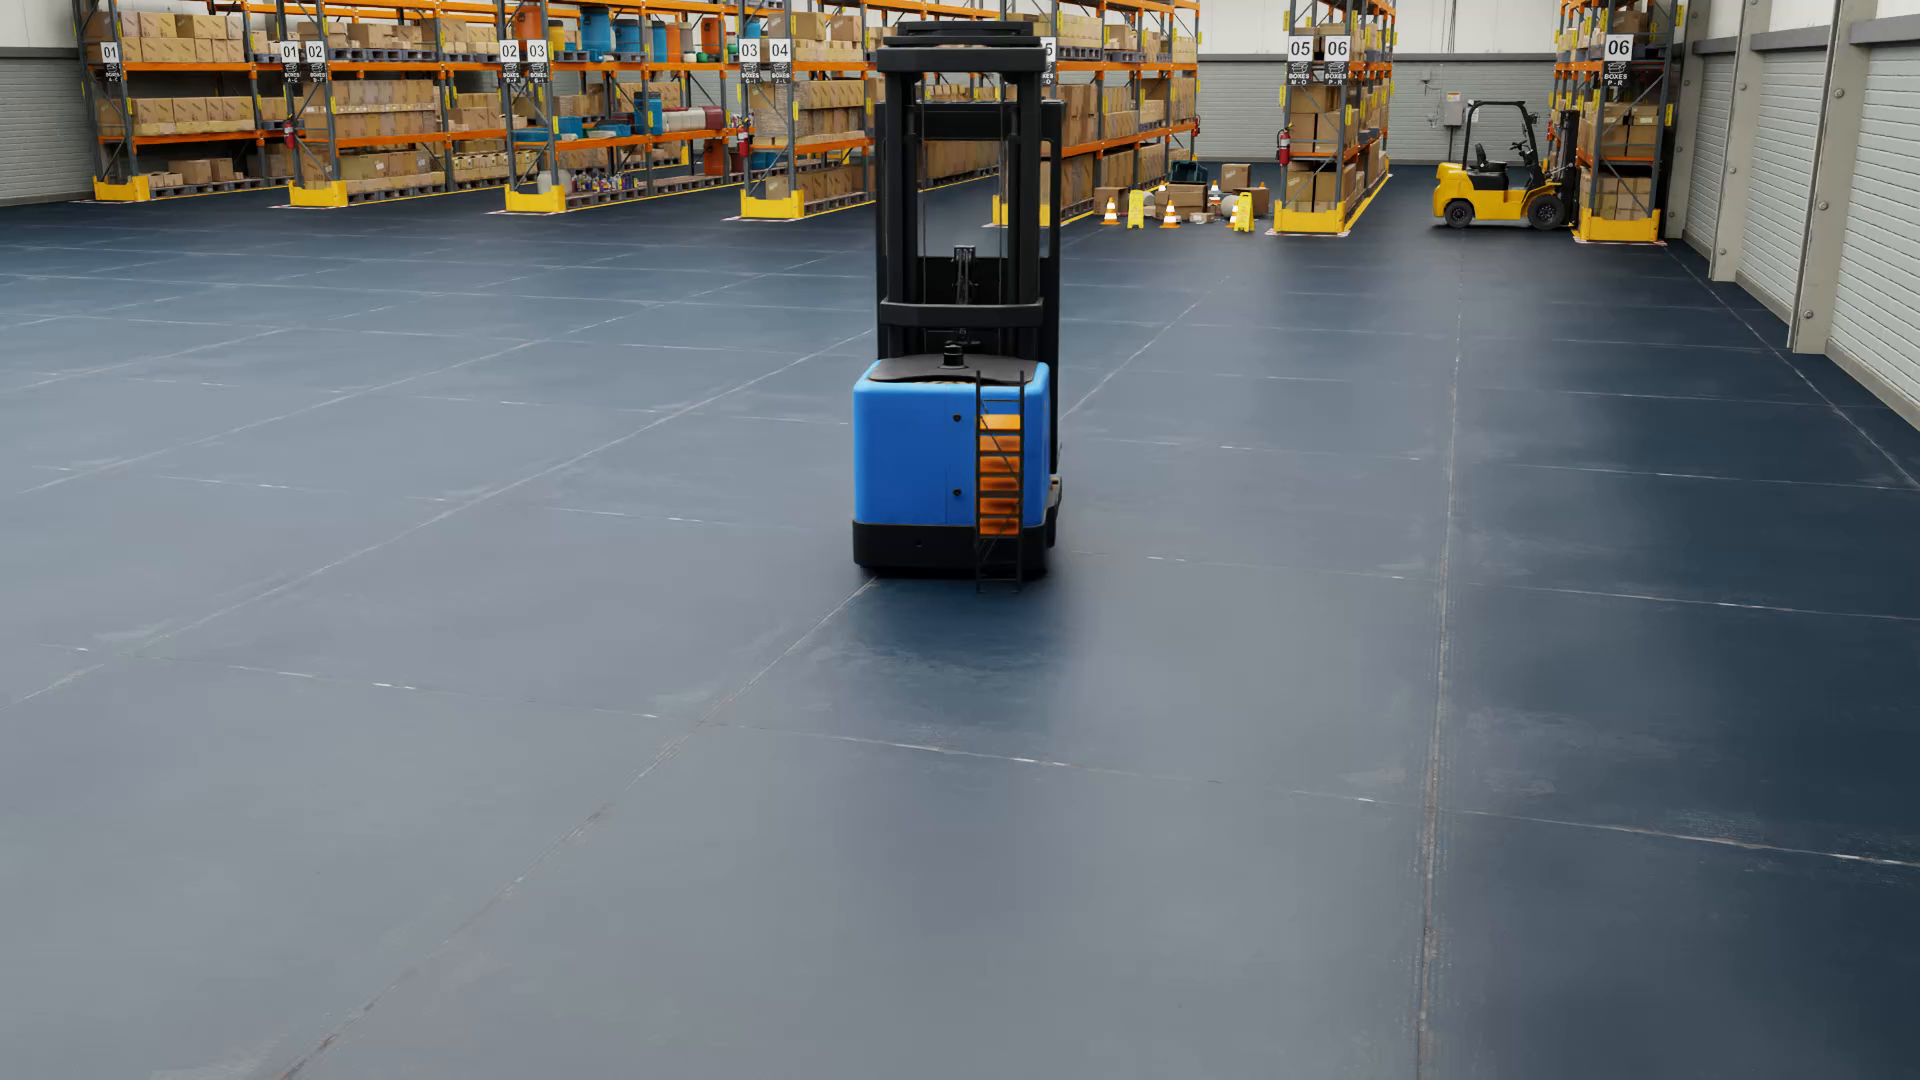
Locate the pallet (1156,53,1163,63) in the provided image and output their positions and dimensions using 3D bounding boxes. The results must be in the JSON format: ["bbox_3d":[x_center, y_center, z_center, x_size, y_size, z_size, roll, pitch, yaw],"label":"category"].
[{"bbox_3d":[4.028,-11.152,38.497,1.213,0.211,1.003,5,16,16],"label":"pallet"}]

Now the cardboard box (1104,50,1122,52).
[{"bbox_3d":[3.379,-10.838,36.862,0.500,0.500,0.500,5,16,16],"label":"cardboard box"}]

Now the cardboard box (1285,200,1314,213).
[{"bbox_3d":[5.941,-5.845,29.209,0.500,0.250,0.500,5,16,16],"label":"cardboard box"}]

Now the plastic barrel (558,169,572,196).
[{"bbox_3d":[-8.032,-7.194,33.485,0.421,0.512,0.421,0,16,0],"label":"plastic barrel"}]

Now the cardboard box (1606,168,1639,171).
[{"bbox_3d":[11.775,-6.472,29.588,0.500,0.250,0.500,4,16,15],"label":"cardboard box"}]

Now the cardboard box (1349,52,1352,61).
[{"bbox_3d":[6.367,-8.111,27.891,0.380,0.149,0.250,5,16,16],"label":"cardboard box"}]

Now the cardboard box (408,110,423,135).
[{"bbox_3d":[-12.163,-9.104,36.247,0.700,0.500,0.500,4,16,15],"label":"cardboard box"}]

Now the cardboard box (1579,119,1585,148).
[{"bbox_3d":[11.482,-7.342,30.034,0.500,0.500,0.500,4,16,14],"label":"cardboard box"}]

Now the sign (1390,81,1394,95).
[{"bbox_3d":[11.025,-11.538,42.456,0.100,0.325,0.005,5,16,16],"label":"sign"}]

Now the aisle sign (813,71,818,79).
[{"bbox_3d":[-4.006,-13.358,46.664,0.394,0.787,0.004,5,16,16],"label":"aisle sign"}]

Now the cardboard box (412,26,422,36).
[{"bbox_3d":[-14.752,-13.631,44.529,0.500,0.250,0.500,6,17,20],"label":"cardboard box"}]

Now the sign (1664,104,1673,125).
[{"bbox_3d":[11.252,-6.753,26.410,0.100,0.325,0.005,5,16,16],"label":"sign"}]

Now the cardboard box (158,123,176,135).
[{"bbox_3d":[-17.210,-8.825,35.685,0.500,0.250,0.500,4,16,14],"label":"cardboard box"}]

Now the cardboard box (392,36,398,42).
[{"bbox_3d":[-12.449,-10.728,35.796,0.500,0.311,0.500,4,16,13],"label":"cardboard box"}]

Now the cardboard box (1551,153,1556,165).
[{"bbox_3d":[14.478,-9.025,39.961,0.500,0.500,0.500,5,17,17],"label":"cardboard box"}]

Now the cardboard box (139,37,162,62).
[{"bbox_3d":[-17.265,-10.355,35.121,0.500,0.500,0.500,6,17,20],"label":"cardboard box"}]

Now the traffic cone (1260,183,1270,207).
[{"bbox_3d":[6.109,-6.986,33.612,0.336,0.463,0.334,5,16,16],"label":"traffic cone"}]

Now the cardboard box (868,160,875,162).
[{"bbox_3d":[-1.737,-8.126,36.755,0.700,0.500,0.500,6,17,21],"label":"cardboard box"}]

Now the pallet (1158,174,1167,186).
[{"bbox_3d":[4.378,-8.679,40.040,1.003,0.211,1.213,5,16,16],"label":"pallet"}]

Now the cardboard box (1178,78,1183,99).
[{"bbox_3d":[5.265,-11.262,41.476,0.500,0.500,0.500,5,17,17],"label":"cardboard box"}]

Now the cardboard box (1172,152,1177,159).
[{"bbox_3d":[5.257,-9.682,41.834,0.380,0.149,0.250,5,17,17],"label":"cardboard box"}]

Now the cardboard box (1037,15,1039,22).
[{"bbox_3d":[1.247,-9.420,30.094,0.380,0.149,0.250,5,17,16],"label":"cardboard box"}]

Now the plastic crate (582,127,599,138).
[{"bbox_3d":[-7.808,-8.491,34.656,0.450,0.188,0.662,5,16,16],"label":"plastic crate"}]

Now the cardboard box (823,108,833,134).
[{"bbox_3d":[-2.993,-8.226,32.606,0.875,0.500,0.500,5,16,16],"label":"cardboard box"}]

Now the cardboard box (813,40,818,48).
[{"bbox_3d":[-2.901,-9.377,31.440,0.380,0.149,0.250,5,16,16],"label":"cardboard box"}]

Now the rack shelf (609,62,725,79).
[{"bbox_3d":[-6.583,-10.546,37.336,1.077,0.370,4.000,5,16,16],"label":"rack shelf"}]

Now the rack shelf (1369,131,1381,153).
[{"bbox_3d":[8.804,-8.997,37.371,1.077,0.370,4.000,5,16,16],"label":"rack shelf"}]

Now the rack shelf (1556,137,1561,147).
[{"bbox_3d":[13.564,-8.613,36.018,1.077,0.370,4.000,5,16,16],"label":"rack shelf"}]

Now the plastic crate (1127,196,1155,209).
[{"bbox_3d":[3.531,-6.659,32.856,0.662,0.188,0.450,-15,11,-41],"label":"plastic crate"}]

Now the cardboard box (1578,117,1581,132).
[{"bbox_3d":[11.753,-7.706,30.860,0.500,0.250,0.500,4,16,15],"label":"cardboard box"}]

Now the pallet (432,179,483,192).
[{"bbox_3d":[-11.728,-8.166,38.231,1.003,0.211,1.213,5,16,16],"label":"pallet"}]

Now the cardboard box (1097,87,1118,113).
[{"bbox_3d":[2.892,-9.189,34.715,0.700,0.500,0.500,4,16,15],"label":"cardboard box"}]

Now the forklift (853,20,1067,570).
[{"bbox_3d":[0.074,-1.598,10.093,1.130,2.935,3.031,2,16,5],"label":"forklift"}]

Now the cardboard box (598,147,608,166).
[{"bbox_3d":[-9.640,-10.133,43.833,0.500,0.500,0.500,5,16,16],"label":"cardboard box"}]

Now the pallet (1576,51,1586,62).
[{"bbox_3d":[12.888,-9.604,33.041,1.213,0.211,1.003,5,17,18],"label":"pallet"}]

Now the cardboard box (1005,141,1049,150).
[{"bbox_3d":[1.249,-7.257,29.644,0.875,0.550,0.550,5,16,16],"label":"cardboard box"}]

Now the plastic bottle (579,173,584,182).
[{"bbox_3d":[-7.953,-7.524,34.907,0.144,0.351,0.185,4,16,15],"label":"plastic bottle"}]

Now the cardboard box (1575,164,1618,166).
[{"bbox_3d":[12.627,-7.162,33.165,0.875,0.625,0.625,5,17,18],"label":"cardboard box"}]

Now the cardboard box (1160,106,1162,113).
[{"bbox_3d":[4.600,-10.260,39.650,0.380,0.149,0.250,5,17,16],"label":"cardboard box"}]

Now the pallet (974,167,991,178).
[{"bbox_3d":[0.162,-9.486,42.888,1.003,0.211,1.213,5,16,16],"label":"pallet"}]

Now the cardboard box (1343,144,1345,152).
[{"bbox_3d":[6.468,-6.809,28.800,0.380,0.149,0.250,4,16,14],"label":"cardboard box"}]

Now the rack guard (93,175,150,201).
[{"bbox_3d":[-17.765,-7.465,35.233,1.175,0.500,0.348,5,16,16],"label":"rack guard"}]

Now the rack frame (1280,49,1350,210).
[{"bbox_3d":[5.962,-6.727,28.049,1.000,3.000,0.127,5,16,16],"label":"rack frame"}]

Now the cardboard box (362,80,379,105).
[{"bbox_3d":[-12.590,-9.342,34.708,0.700,0.500,0.500,5,16,16],"label":"cardboard box"}]

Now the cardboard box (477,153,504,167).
[{"bbox_3d":[-11.108,-8.951,39.133,0.500,0.311,0.500,5,17,17],"label":"cardboard box"}]

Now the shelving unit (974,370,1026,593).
[{"bbox_3d":[0.204,-0.288,8.622,0.258,1.200,0.189,0,29,1],"label":"shelving unit"}]

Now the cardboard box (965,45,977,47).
[{"bbox_3d":[0.036,-12.586,42.072,0.700,0.500,0.500,4,16,13],"label":"cardboard box"}]

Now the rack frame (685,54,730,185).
[{"bbox_3d":[-6.015,-9.973,39.492,1.000,3.000,0.127,5,16,16],"label":"rack frame"}]

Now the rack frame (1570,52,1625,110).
[{"bbox_3d":[12.995,-8.436,34.075,1.000,3.000,0.127,5,16,16],"label":"rack frame"}]

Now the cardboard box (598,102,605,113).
[{"bbox_3d":[-9.730,-11.603,45.057,0.500,0.500,0.500,5,17,17],"label":"cardboard box"}]

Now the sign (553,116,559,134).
[{"bbox_3d":[-7.762,-7.969,31.921,0.100,0.325,0.005,5,16,16],"label":"sign"}]

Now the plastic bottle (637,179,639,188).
[{"bbox_3d":[-6.956,-7.672,35.704,0.097,0.201,0.097,0,16,0],"label":"plastic bottle"}]

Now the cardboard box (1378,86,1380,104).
[{"bbox_3d":[9.183,-9.992,37.546,0.500,0.500,0.500,5,17,18],"label":"cardboard box"}]
